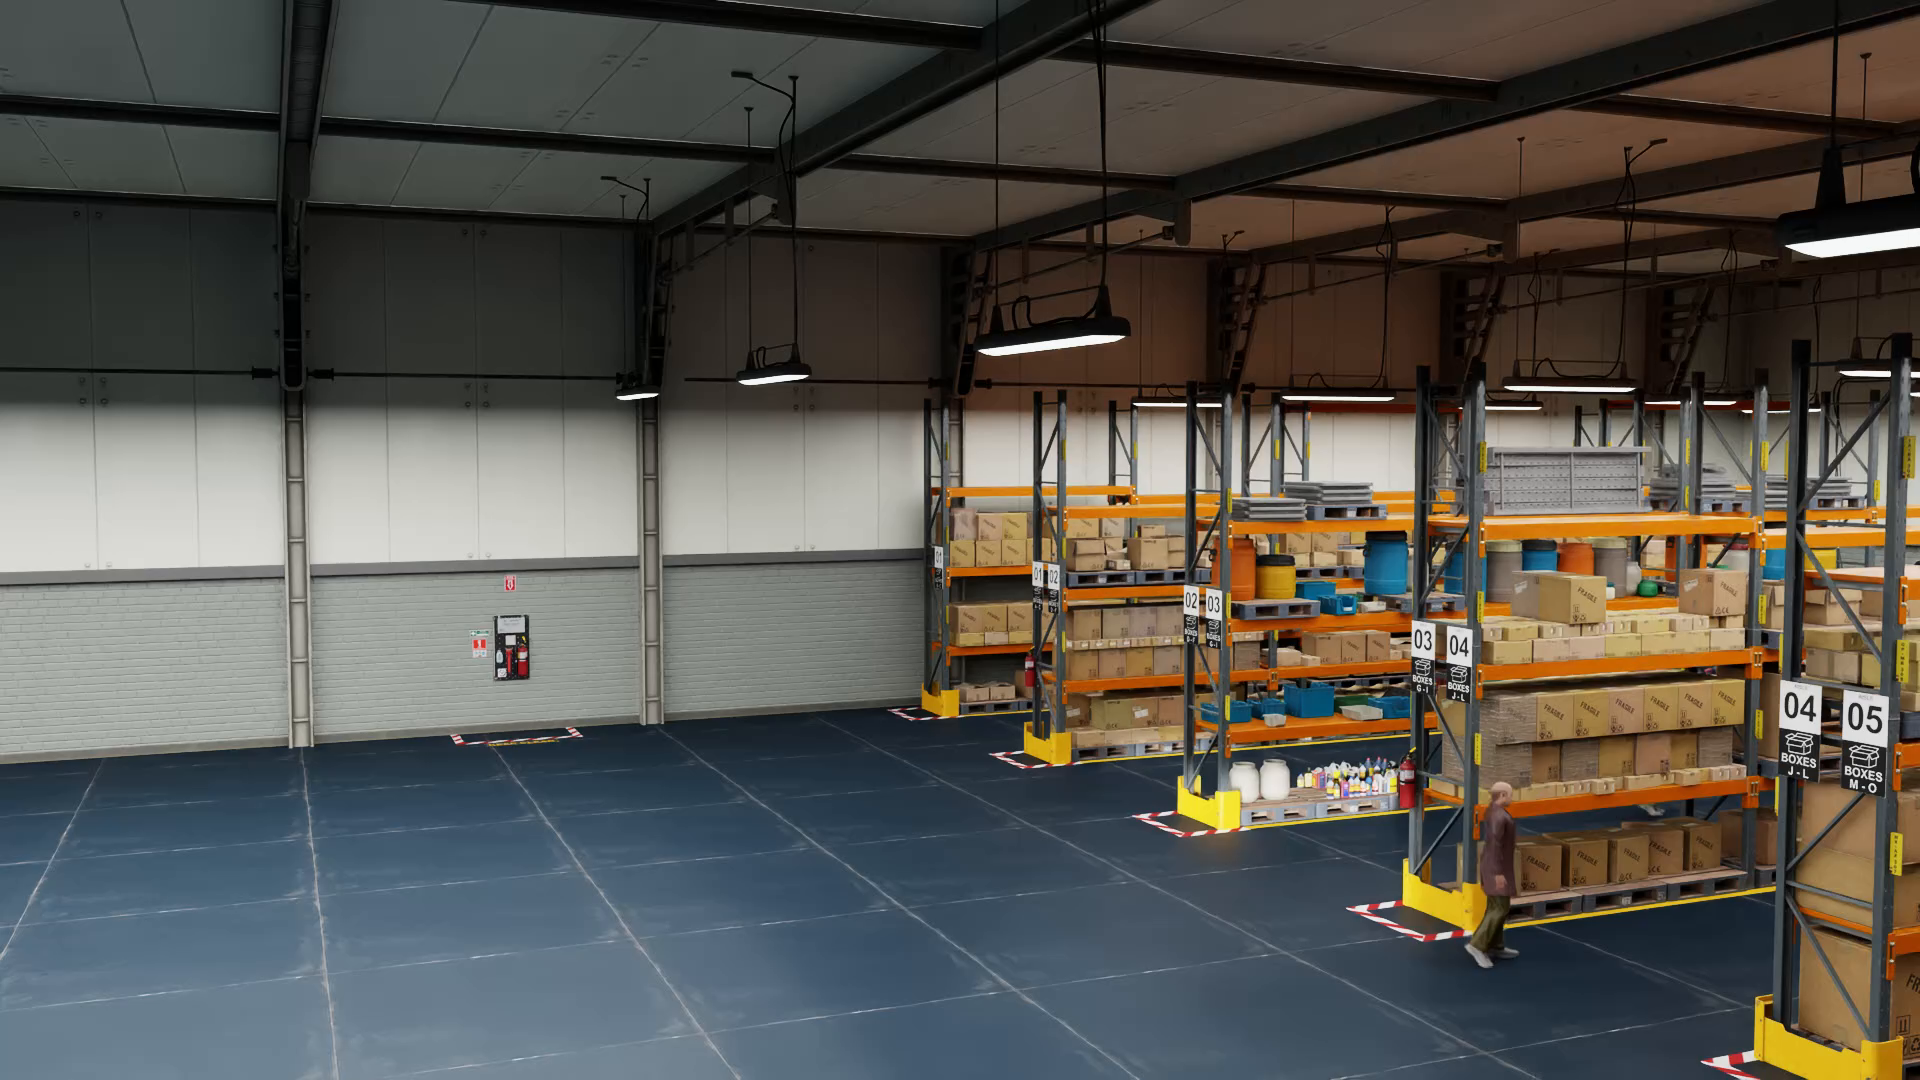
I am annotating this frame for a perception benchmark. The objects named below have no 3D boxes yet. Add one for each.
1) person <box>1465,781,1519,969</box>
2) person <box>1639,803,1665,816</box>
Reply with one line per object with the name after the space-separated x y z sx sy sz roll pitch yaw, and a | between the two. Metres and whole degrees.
5.325 3.312 16.598 0.541 1.807 0.670 1 3 13 | person
9.559 2.934 22.955 0.519 1.772 0.570 -1 4 -18 | person
